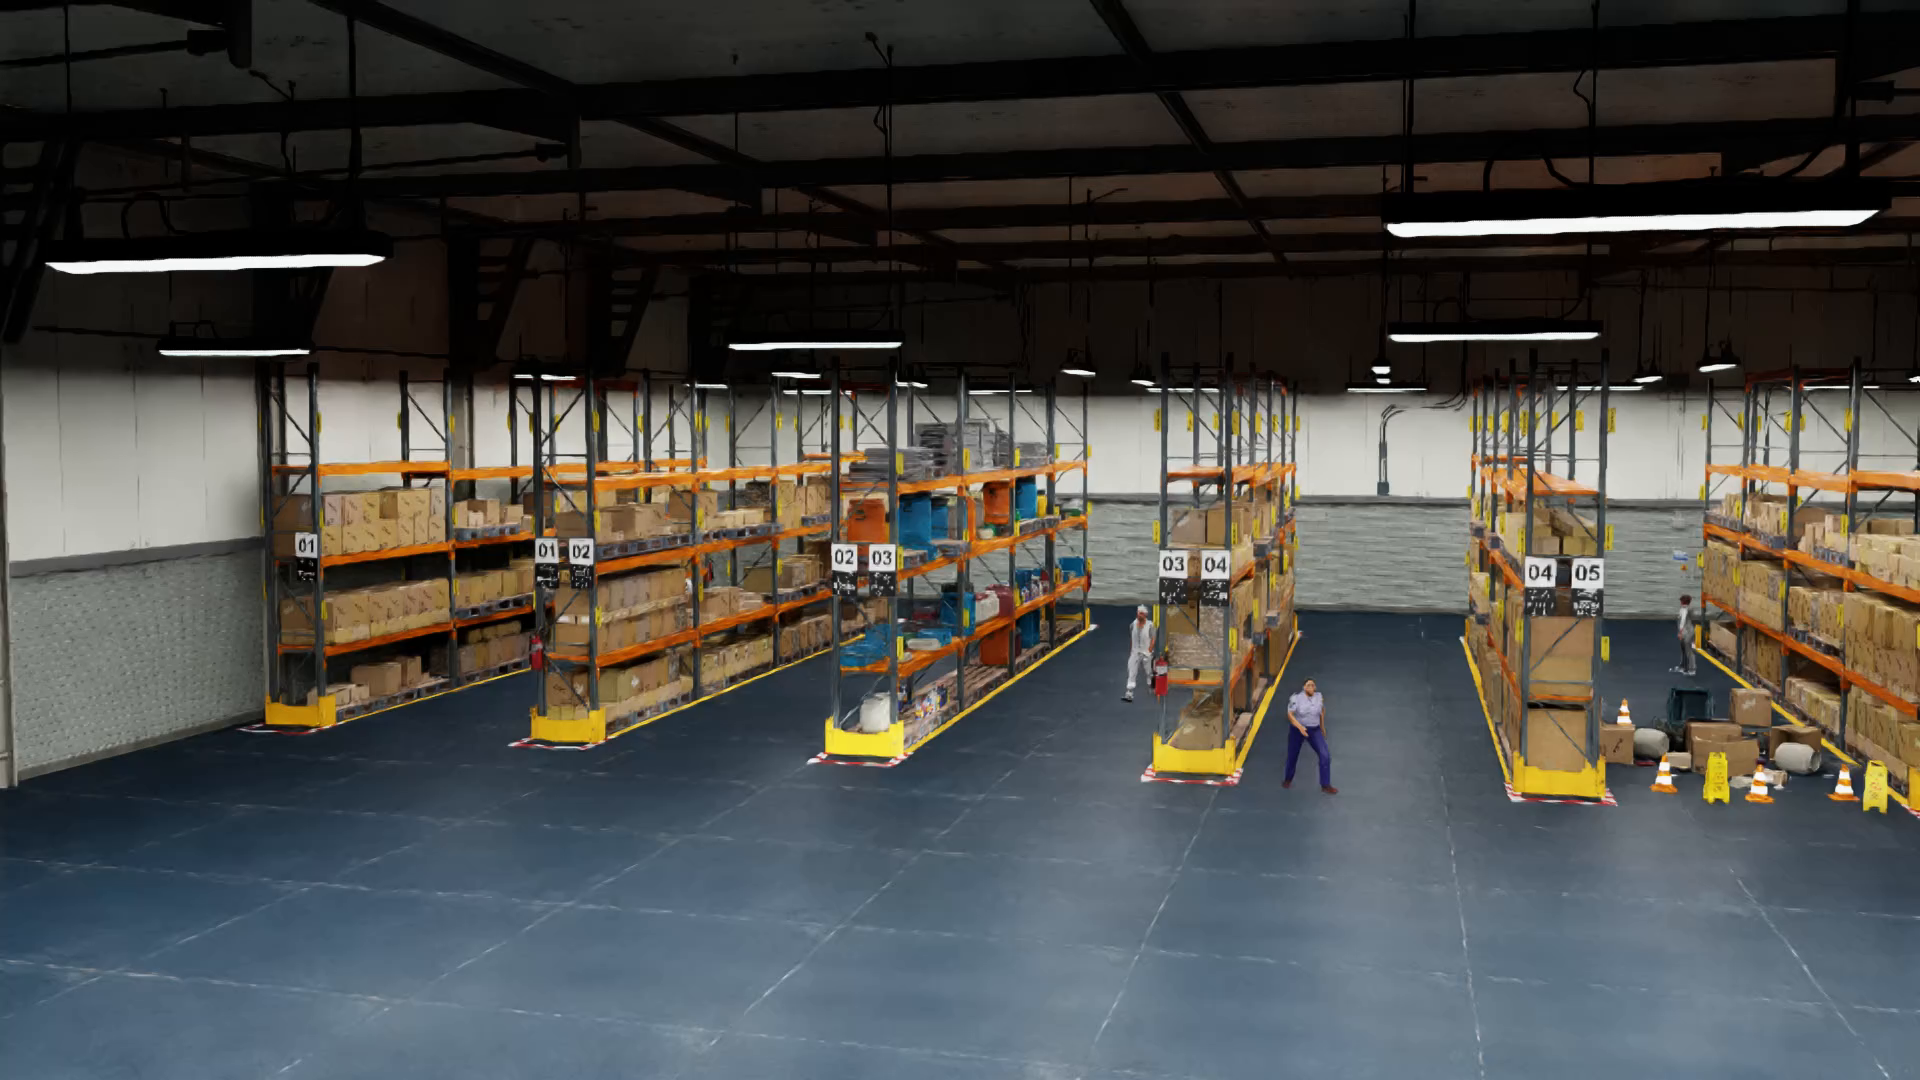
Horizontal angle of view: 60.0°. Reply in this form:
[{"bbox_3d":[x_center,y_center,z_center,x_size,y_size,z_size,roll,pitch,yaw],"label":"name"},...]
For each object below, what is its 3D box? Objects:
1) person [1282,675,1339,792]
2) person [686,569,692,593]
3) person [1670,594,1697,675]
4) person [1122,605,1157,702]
[{"bbox_3d":[4.746,2.611,22.667,0.664,1.583,0.797,0,4,-5],"label":"person"},{"bbox_3d":[-6.518,1.437,39.061,0.499,1.584,1.073,1,4,13],"label":"person"},{"bbox_3d":[14.435,1.863,33.123,0.540,1.587,0.527,3,5,34],"label":"person"},{"bbox_3d":[3.272,2.024,29.886,0.534,1.726,1.038,2,4,24],"label":"person"}]
